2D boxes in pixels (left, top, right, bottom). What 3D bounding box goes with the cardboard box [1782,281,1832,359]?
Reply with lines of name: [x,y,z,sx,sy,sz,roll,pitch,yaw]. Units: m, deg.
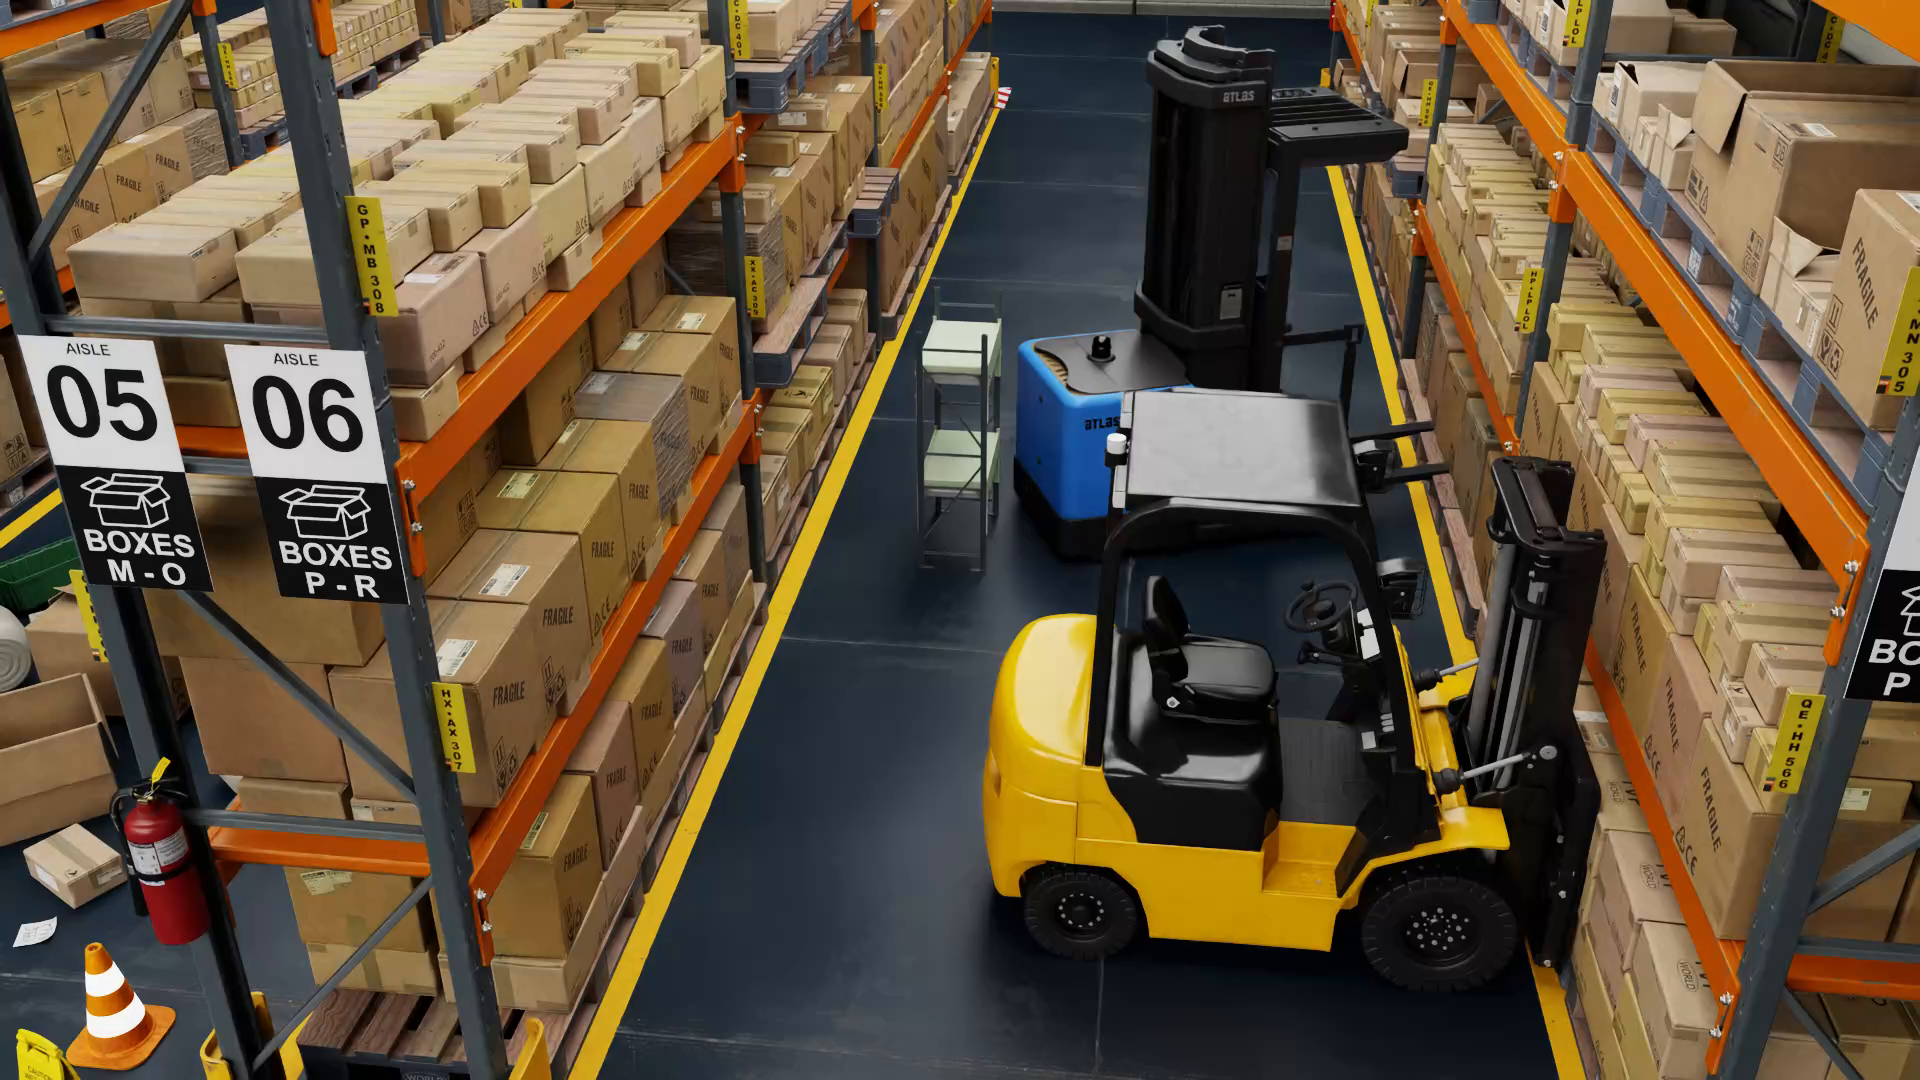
cardboard box: [2.633,-0.632,4.815,0.380,0.149,0.250,3,28,5]

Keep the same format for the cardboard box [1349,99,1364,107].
cardboard box: [4.354,-4.231,17.133,0.700,0.500,0.500,2,28,4]

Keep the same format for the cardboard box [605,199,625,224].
cardboard box: [-1.595,-1.398,6.785,0.380,0.149,0.250,4,29,7]

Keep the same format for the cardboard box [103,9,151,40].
cardboard box: [-10.079,-5.695,19.456,0.875,0.875,0.875,3,28,6]

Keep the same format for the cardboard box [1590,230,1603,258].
cardboard box: [3.762,-1.629,9.322,0.380,0.149,0.250,3,28,6]

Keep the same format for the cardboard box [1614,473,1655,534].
cardboard box: [2.814,-0.137,6.552,0.380,0.149,0.250,3,28,5]

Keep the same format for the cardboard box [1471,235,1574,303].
cardboard box: [3.254,-1.552,9.599,0.500,0.250,0.500,4,29,7]

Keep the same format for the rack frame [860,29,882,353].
rack frame: [-1.113,-2.838,12.356,1.000,3.000,0.127,3,28,6]

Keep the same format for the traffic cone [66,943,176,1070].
traffic cone: [-3.321,1.767,6.483,0.336,0.463,0.334,3,28,6]

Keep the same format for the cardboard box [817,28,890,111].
cardboard box: [-0.810,-3.541,12.500,0.500,0.500,0.500,2,28,5]

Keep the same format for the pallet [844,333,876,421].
pallet: [-1.211,-1.243,12.335,1.003,0.211,1.213,3,28,6]

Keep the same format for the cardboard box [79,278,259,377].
cardboard box: [-2.298,-0.715,5.096,0.500,0.250,0.500,3,28,6]

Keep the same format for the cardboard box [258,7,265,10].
cardboard box: [-6.148,-4.769,15.135,0.380,0.149,0.250,3,28,6]

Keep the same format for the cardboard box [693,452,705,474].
cardboard box: [-1.473,-0.440,8.169,0.380,0.149,0.250,3,29,6]

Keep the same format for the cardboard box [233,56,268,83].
cardboard box: [-5.759,-3.748,13.238,0.380,0.149,0.250,3,28,5]

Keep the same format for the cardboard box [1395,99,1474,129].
cardboard box: [3.621,-3.186,12.716,0.500,0.250,0.500,2,28,4]

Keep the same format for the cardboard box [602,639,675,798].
cardboard box: [-1.589,0.766,7.331,0.500,0.500,0.500,4,29,7]

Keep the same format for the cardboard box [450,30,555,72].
cardboard box: [-2.010,-2.139,7.320,0.380,0.149,0.250,2,28,5]

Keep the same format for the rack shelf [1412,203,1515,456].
rack shelf: [3.568,-1.294,10.247,1.077,0.370,4.000,3,28,6]

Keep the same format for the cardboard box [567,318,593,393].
cardboard box: [-2.045,-0.902,7.289,0.700,0.500,0.500,3,28,5]

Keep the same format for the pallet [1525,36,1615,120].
pallet: [3.418,-2.321,8.435,0.805,0.209,1.217,2,28,4]

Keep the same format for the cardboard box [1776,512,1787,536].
cardboard box: [3.351,-0.107,6.496,0.380,0.149,0.250,2,28,5]

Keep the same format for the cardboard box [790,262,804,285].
cardboard box: [-1.151,-1.645,9.963,0.380,0.149,0.250,4,29,7]

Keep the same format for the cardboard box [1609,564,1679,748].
cardboard box: [2.768,0.438,6.169,0.500,0.500,0.500,3,28,5]

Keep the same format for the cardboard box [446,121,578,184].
cardboard box: [-1.588,-1.377,5.905,0.380,0.149,0.250,4,29,8]

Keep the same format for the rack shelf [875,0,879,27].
rack shelf: [-0.868,-4.784,13.563,1.077,0.370,4.000,3,28,6]

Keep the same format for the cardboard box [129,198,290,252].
cardboard box: [-2.275,-0.929,5.074,0.380,0.149,0.250,4,29,7]

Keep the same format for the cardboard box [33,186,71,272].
cardboard box: [-6.072,-1.944,10.591,0.500,0.500,0.500,3,28,6]

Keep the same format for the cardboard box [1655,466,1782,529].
cardboard box: [2.850,-0.150,6.262,0.380,0.149,0.250,4,29,7]

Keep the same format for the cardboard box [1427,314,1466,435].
cardboard box: [3.651,-1.090,11.172,0.875,0.625,0.625,4,29,8]

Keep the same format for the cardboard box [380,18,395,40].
cardboard box: [-5.466,-4.727,15.370,0.380,0.149,0.250,5,29,8]

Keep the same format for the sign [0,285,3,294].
sign: [-2.642,-0.825,4.522,0.100,0.325,0.005,3,28,6]

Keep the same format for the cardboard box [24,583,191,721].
cardboard box: [-4.285,0.552,8.552,0.797,0.637,0.503,3,28,6]

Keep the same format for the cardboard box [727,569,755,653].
cardboard box: [-1.409,0.364,8.868,0.500,0.250,0.500,5,29,9]

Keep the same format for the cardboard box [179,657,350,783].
cardboard box: [-2.301,0.481,5.776,0.500,0.500,0.500,3,28,5]

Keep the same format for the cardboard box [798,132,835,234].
cardboard box: [-1.074,-2.230,10.364,0.500,0.500,0.500,2,28,4]

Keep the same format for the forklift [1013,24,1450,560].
forklift: [1.918,-1.550,10.037,3.031,2.935,1.130,-8,29,-14]

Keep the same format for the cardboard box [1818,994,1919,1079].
cardboard box: [3.080,1.584,5.549,0.500,0.250,0.500,3,28,5]

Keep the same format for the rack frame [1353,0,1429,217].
rack frame: [4.303,-4.435,15.319,1.000,3.000,0.127,3,28,6]

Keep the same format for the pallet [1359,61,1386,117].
pallet: [4.097,-3.980,14.678,1.003,0.211,1.213,3,28,6]

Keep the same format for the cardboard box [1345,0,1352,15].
cardboard box: [4.350,-5.708,17.528,0.500,0.250,0.500,3,28,5]

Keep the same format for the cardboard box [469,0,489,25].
cardboard box: [-5.184,-5.588,17.041,0.500,0.500,0.500,3,28,6]

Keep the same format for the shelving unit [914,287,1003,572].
shelving unit: [-0.001,-0.657,9.888,0.431,1.500,0.755,3,28,6]

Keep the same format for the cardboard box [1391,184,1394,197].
cardboard box: [3.898,-3.033,14.226,0.380,0.149,0.250,4,29,8]

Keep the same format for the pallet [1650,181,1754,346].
pallet: [3.092,-0.975,5.827,1.003,0.211,1.213,3,28,6]

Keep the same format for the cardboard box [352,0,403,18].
cardboard box: [-5.436,-4.971,15.509,0.380,0.149,0.250,3,28,5]

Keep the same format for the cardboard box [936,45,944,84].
cardboard box: [-0.428,-4.429,15.467,0.500,0.250,0.500,3,28,5]

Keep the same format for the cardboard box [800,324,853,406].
cardboard box: [-1.275,-1.253,11.741,0.950,0.372,0.625,3,28,5]

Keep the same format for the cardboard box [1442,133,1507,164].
cardboard box: [3.451,-2.623,11.166,0.380,0.149,0.250,4,29,7]

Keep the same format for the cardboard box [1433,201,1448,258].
cardboard box: [3.450,-2.055,11.059,0.500,0.250,0.500,3,28,5]

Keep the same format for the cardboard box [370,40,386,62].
cardboard box: [-5.495,-4.480,15.225,0.380,0.149,0.250,2,28,4]

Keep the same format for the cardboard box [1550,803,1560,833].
cardboard box: [2.762,1.057,7.054,0.500,0.250,0.500,3,28,6]

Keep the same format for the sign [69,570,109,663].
sign: [-2.642,0.237,5.094,0.100,0.325,0.005,3,28,6]

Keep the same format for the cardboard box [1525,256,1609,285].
cardboard box: [3.241,-1.407,8.909,0.380,0.149,0.250,3,28,6]

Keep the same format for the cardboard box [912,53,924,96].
cardboard box: [-0.593,-3.932,14.016,0.500,0.250,0.500,4,29,7]
